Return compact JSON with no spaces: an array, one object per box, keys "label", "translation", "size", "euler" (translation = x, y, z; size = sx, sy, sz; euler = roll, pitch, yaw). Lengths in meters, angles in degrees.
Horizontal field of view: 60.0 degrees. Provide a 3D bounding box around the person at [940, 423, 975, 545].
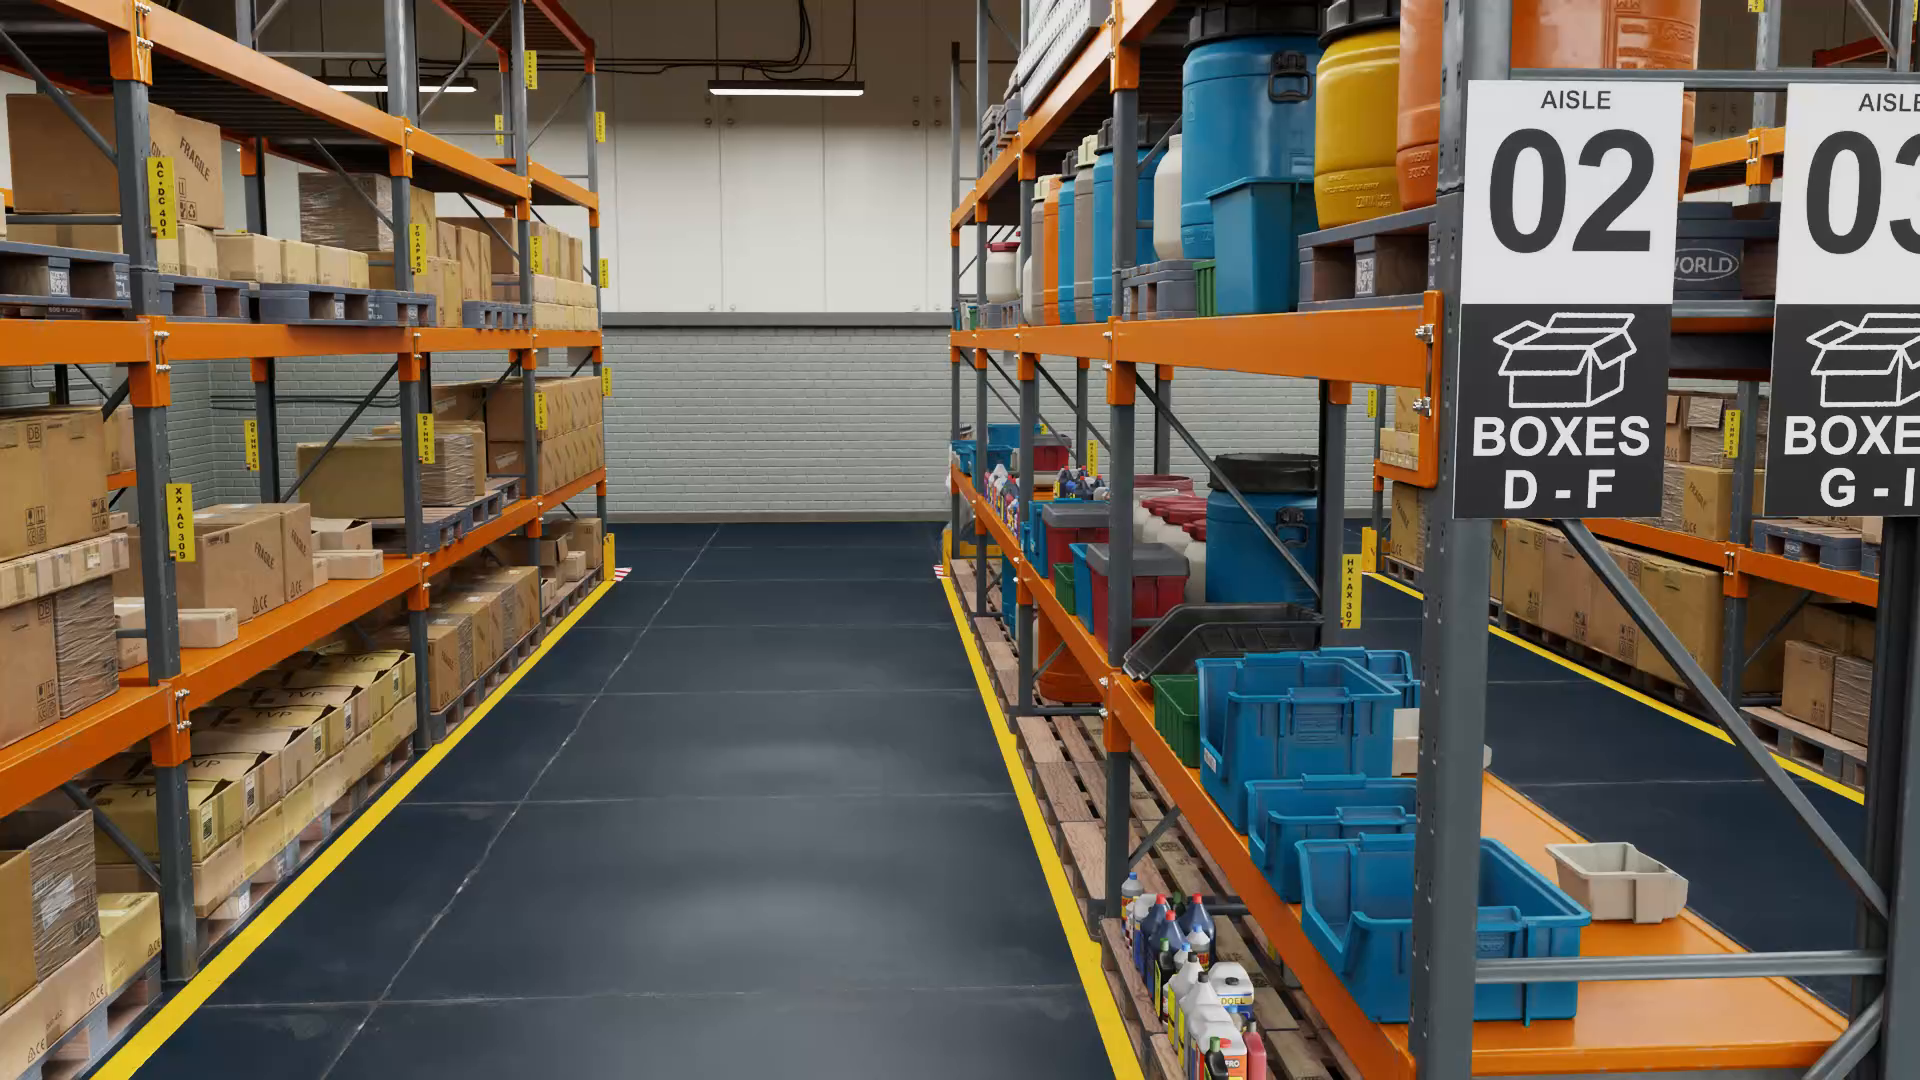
[{"label":"person","translation":[-0.016,-0.599,20.393],"size":[0.419,1.674,0.513],"euler":[-1,7,-8]}]
